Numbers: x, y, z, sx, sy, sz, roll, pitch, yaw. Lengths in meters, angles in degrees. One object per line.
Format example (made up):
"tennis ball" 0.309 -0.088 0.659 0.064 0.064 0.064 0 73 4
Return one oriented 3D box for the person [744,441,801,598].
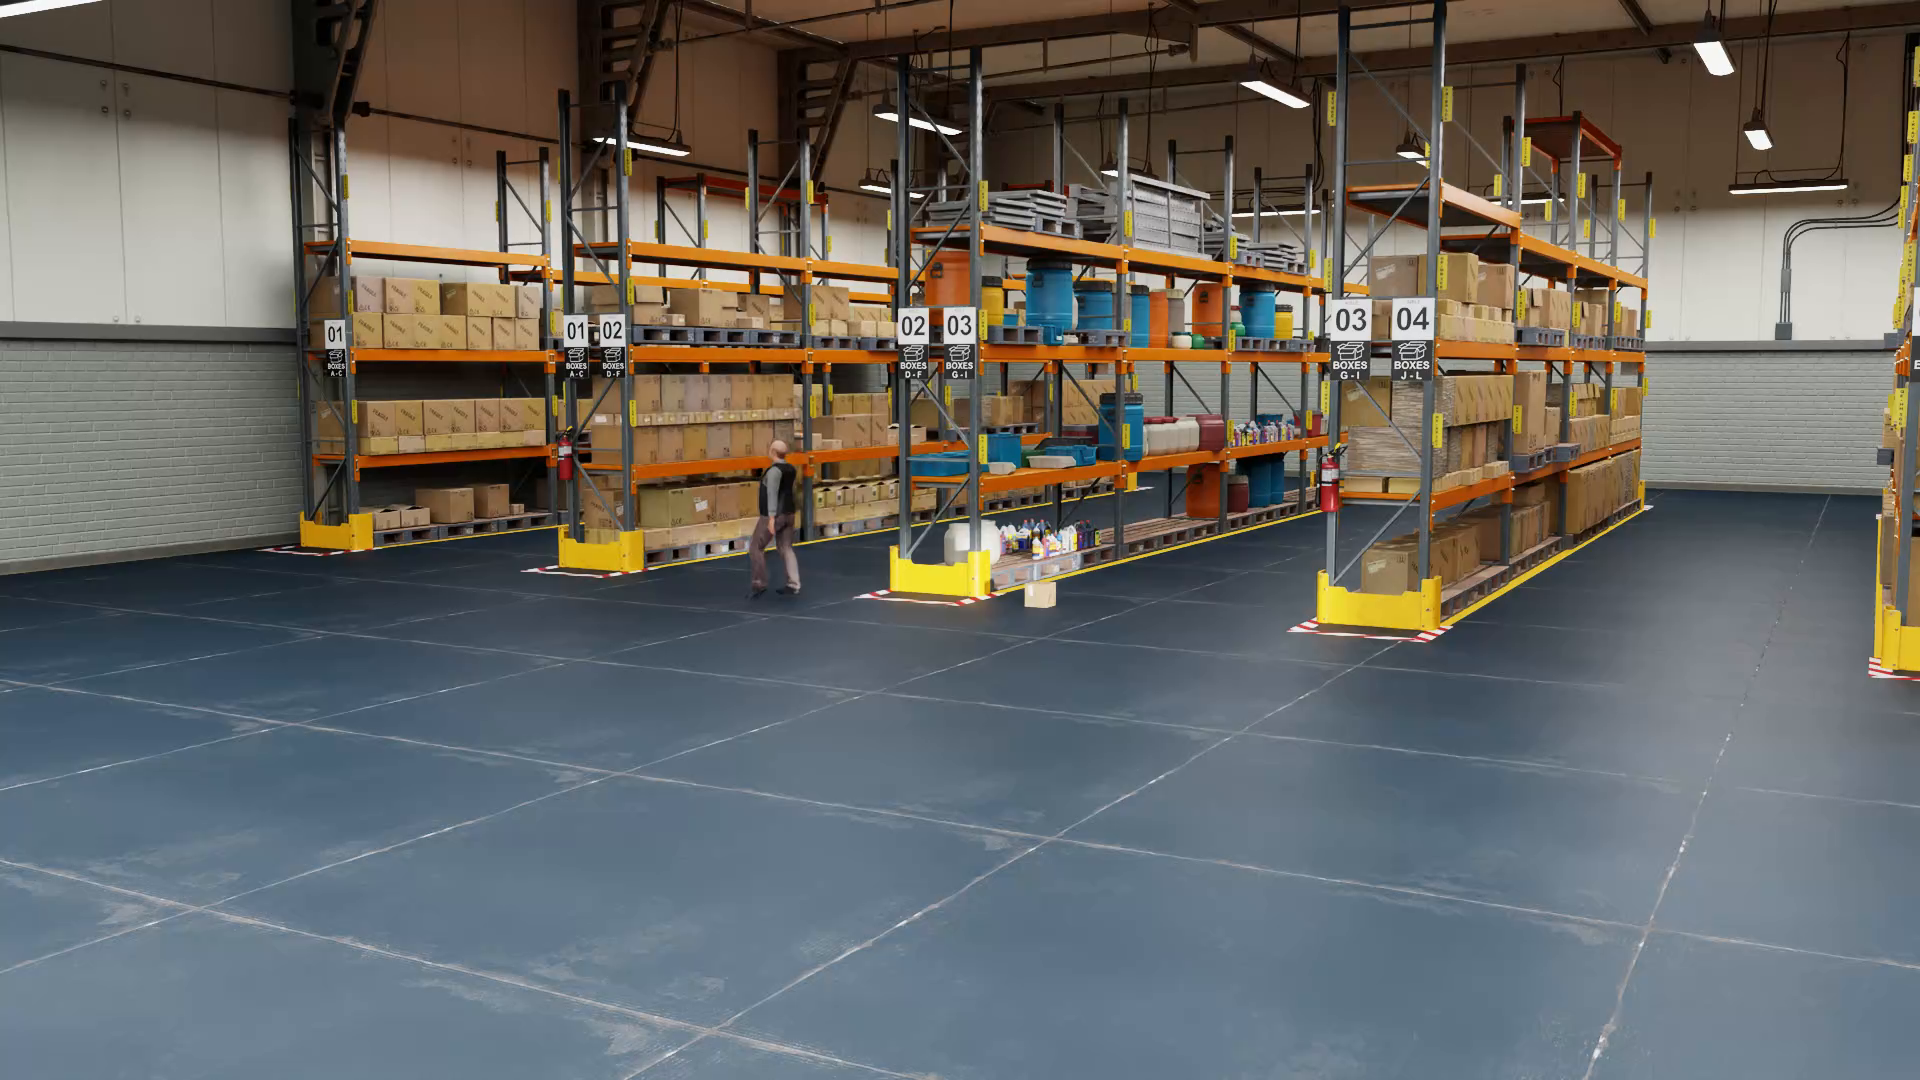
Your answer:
"person" -2.046 -0.209 18.410 0.633 1.784 0.579 3 7 27
